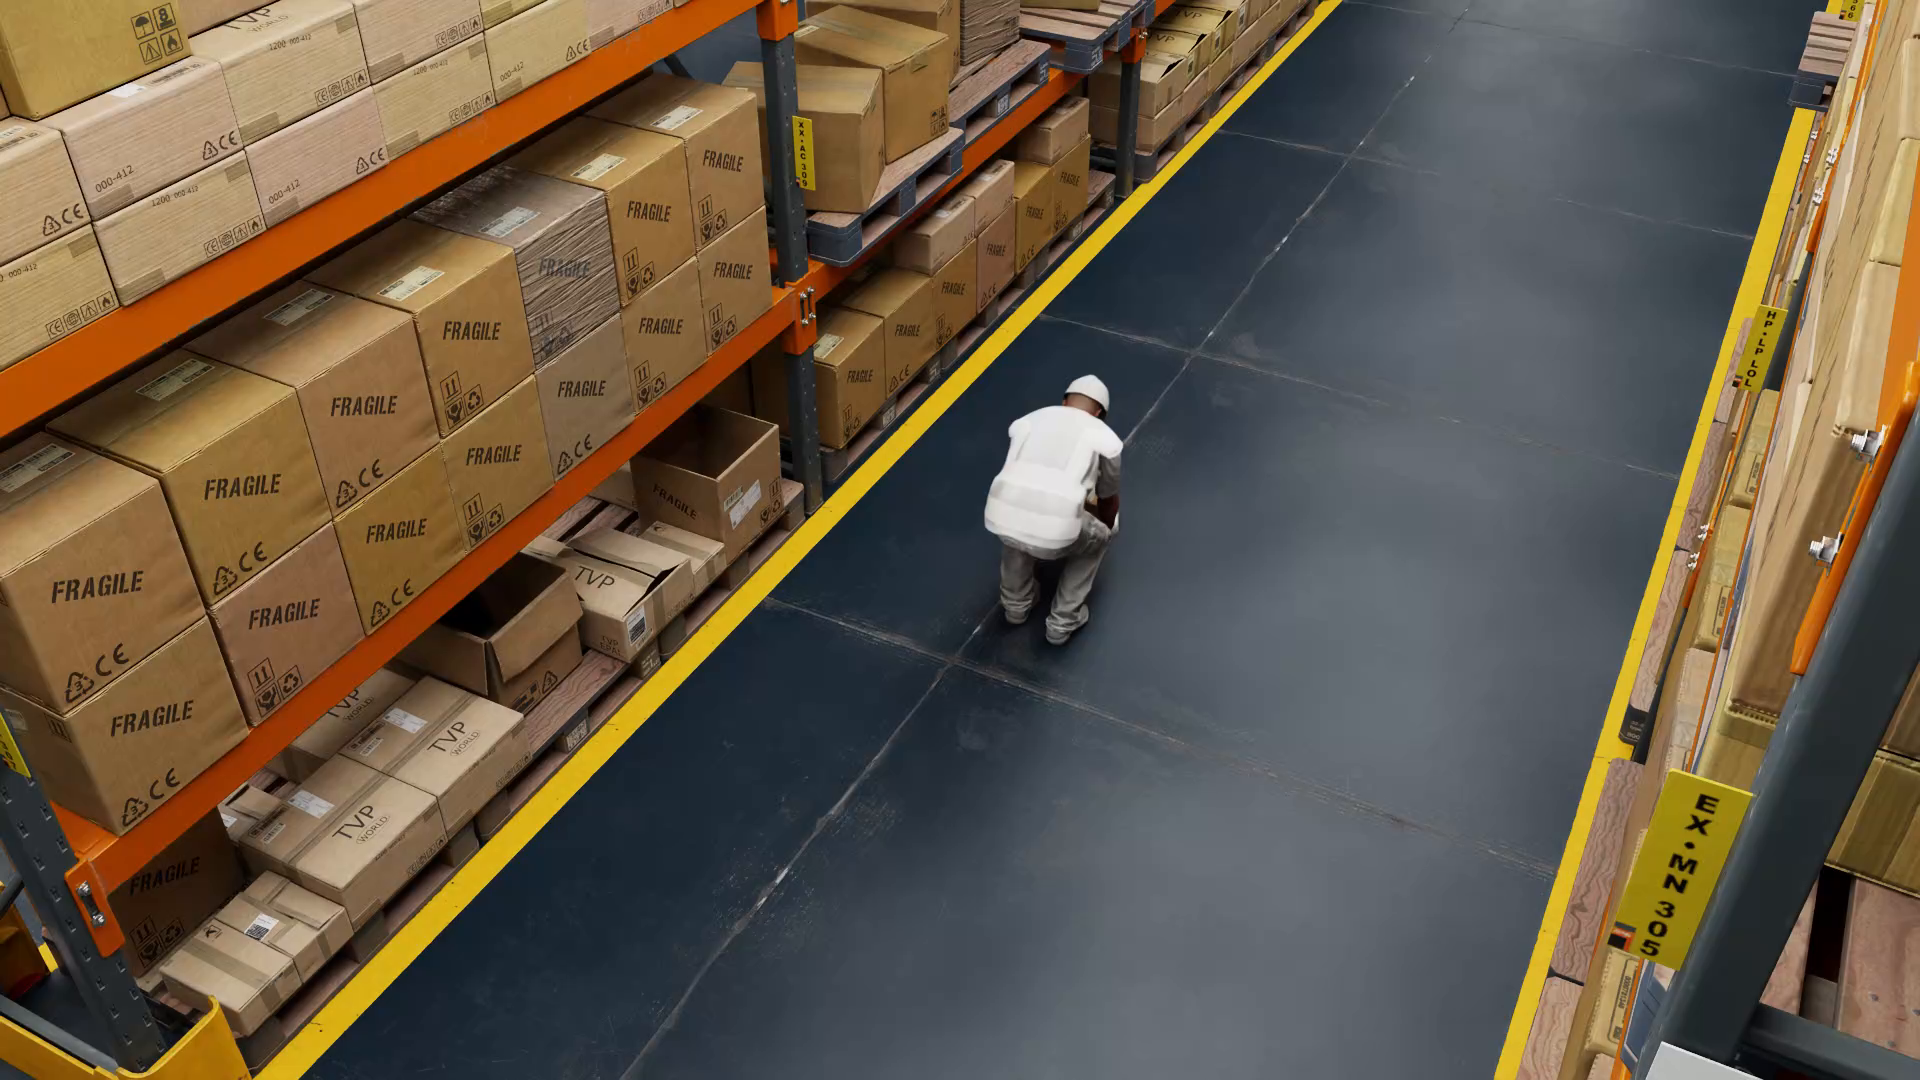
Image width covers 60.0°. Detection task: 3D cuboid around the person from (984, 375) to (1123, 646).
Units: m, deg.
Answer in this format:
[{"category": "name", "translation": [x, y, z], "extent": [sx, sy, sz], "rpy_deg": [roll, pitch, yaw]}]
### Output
[{"category": "person", "translation": [0.428, -0.119, 7.529], "extent": [0.548, 1.002, 0.972], "rpy_deg": [16, 40, 20]}]
